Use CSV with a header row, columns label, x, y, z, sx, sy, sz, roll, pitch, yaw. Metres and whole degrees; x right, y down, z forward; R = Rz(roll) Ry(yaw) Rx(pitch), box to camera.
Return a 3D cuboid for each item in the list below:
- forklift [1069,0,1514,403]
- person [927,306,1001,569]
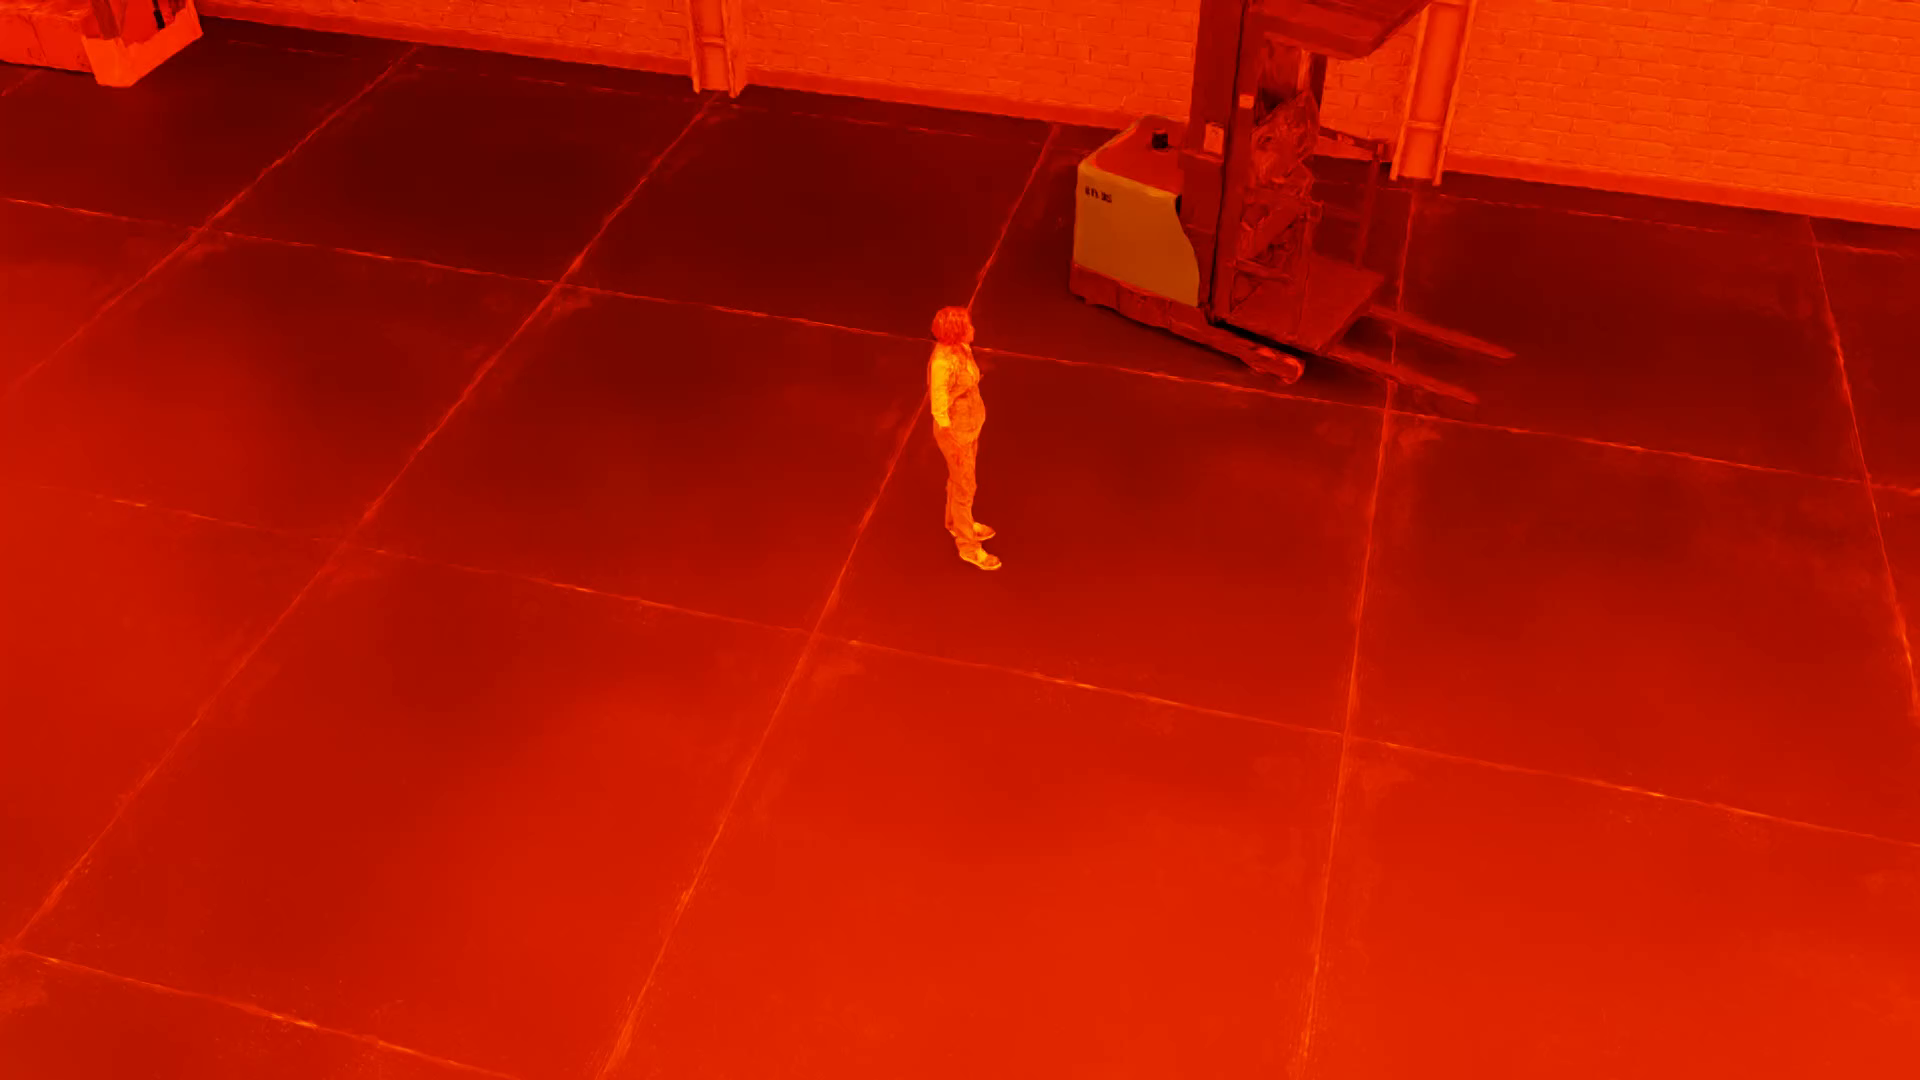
label,x,y,z,sx,sy,sz,roll,pitch,yaw
forklift,2.292,-2.573,10.797,3.031,2.935,1.130,25,47,26
person,0.067,-0.614,9.504,0.476,1.596,0.521,10,42,11
